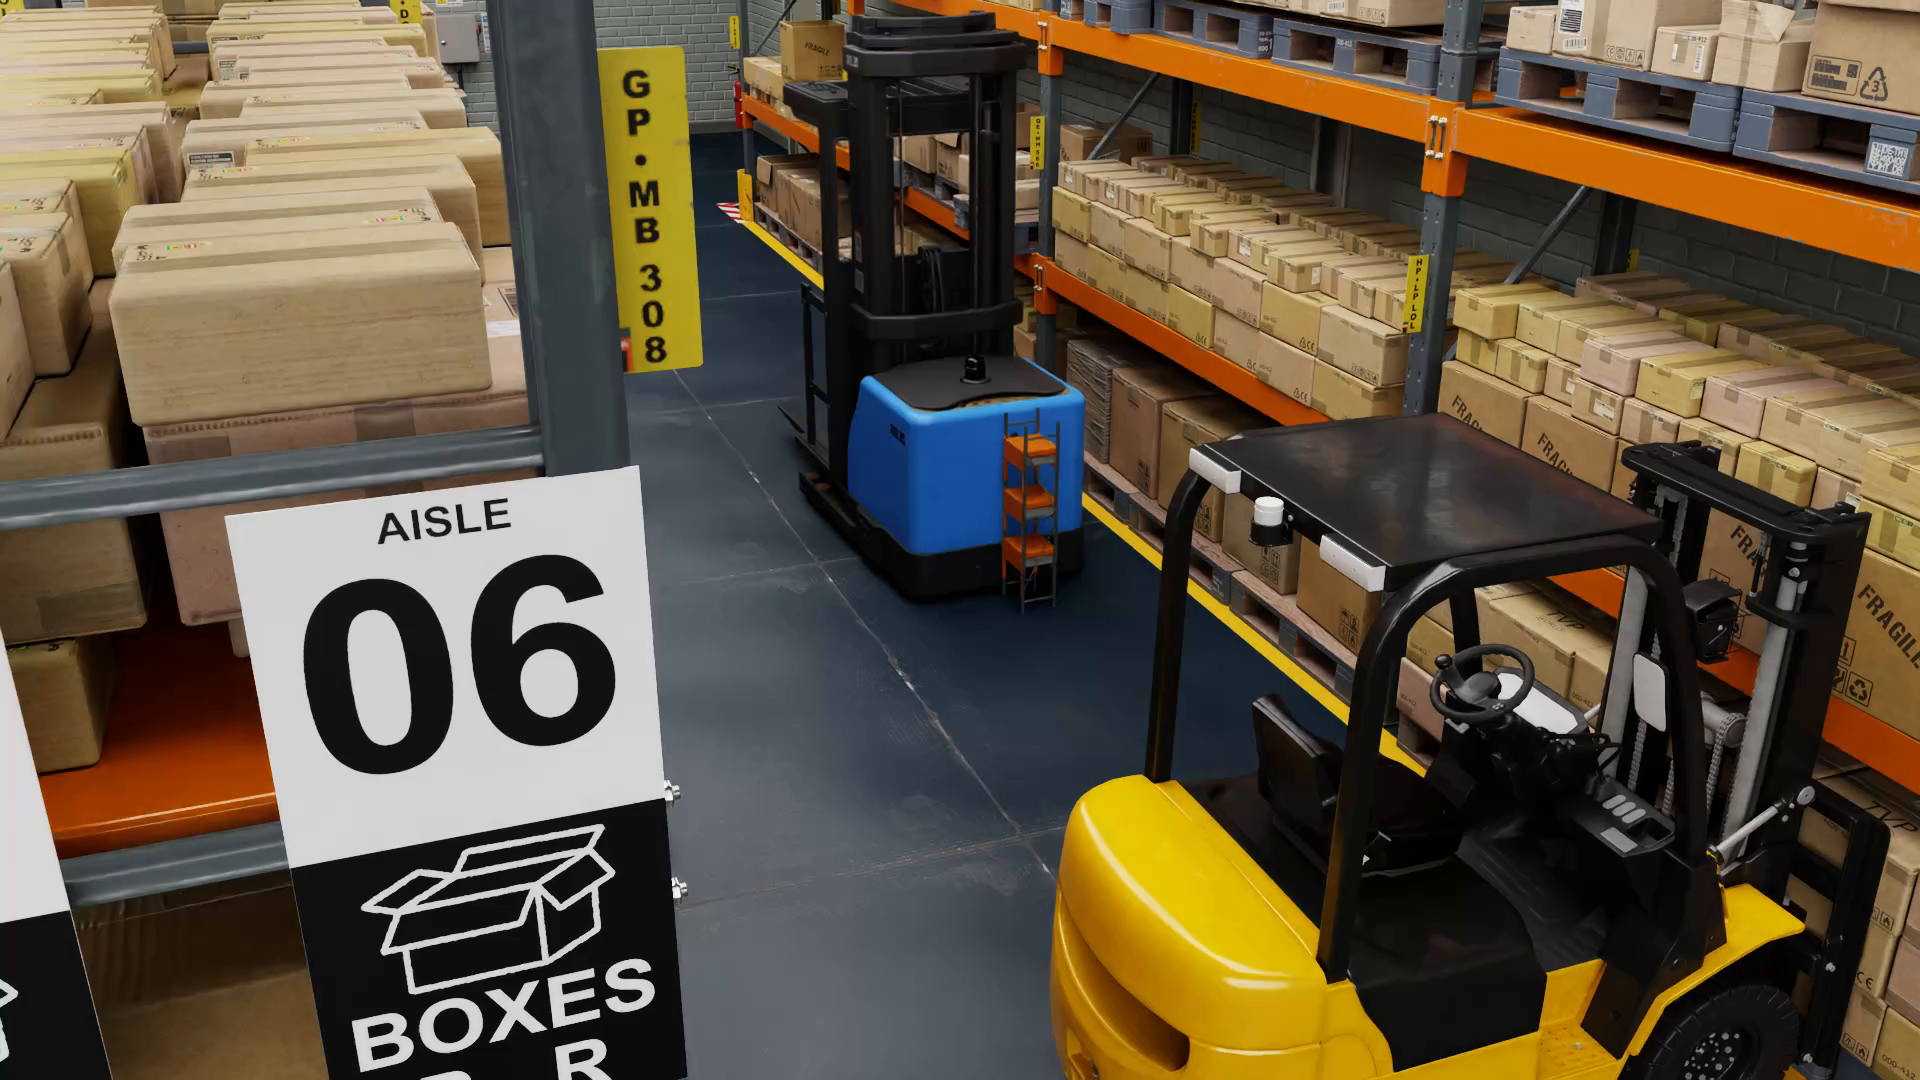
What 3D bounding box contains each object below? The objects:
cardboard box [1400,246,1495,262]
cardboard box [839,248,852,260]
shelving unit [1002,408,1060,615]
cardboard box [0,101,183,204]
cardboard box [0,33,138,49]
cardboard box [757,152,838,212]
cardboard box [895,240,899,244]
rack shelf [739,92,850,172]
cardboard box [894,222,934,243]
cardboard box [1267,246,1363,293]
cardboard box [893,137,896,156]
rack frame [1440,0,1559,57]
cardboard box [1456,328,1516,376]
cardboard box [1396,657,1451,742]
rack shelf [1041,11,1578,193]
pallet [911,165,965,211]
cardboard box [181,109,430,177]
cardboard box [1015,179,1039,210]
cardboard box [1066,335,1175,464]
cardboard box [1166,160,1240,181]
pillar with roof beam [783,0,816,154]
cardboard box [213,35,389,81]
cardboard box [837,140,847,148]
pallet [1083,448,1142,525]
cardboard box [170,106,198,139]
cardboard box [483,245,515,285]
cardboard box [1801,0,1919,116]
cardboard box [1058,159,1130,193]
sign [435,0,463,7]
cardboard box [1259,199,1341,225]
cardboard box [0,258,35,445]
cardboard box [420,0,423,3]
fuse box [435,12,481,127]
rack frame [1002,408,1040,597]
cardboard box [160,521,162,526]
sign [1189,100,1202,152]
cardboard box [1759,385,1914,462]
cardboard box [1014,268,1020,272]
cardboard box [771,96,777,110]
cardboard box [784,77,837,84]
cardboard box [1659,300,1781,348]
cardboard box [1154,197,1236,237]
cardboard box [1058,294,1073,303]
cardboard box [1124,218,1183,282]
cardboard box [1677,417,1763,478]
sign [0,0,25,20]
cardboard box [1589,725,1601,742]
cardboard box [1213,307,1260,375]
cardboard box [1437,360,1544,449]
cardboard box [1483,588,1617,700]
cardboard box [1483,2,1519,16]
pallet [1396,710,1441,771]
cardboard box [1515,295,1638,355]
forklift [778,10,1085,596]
[{"bbox_3d":[2.347,-1.302,8.013,0.380,0.149,0.250,-8,24,-19],"label":"cardboard box"},{"bbox_3d":[-0.894,-2.553,15.075,0.380,0.149,0.250,-9,25,-21],"label":"cardboard box"},{"bbox_3d":[0.369,-0.149,8.751,0.215,1.050,0.252,-9,25,-21],"label":"shelving unit"},{"bbox_3d":[-1.573,-0.662,2.892,0.380,0.149,0.250,-9,24,-21],"label":"cardboard box"},{"bbox_3d":[-2.161,-1.110,3.955,0.380,0.149,0.250,-9,24,-19],"label":"cardboard box"},{"bbox_3d":[-1.709,-3.772,17.511,0.797,0.503,0.637,-9,25,-21],"label":"cardboard box"},{"bbox_3d":[-0.463,-2.346,14.131,0.500,0.500,0.500,-7,24,-17],"label":"cardboard box"},{"bbox_3d":[-1.129,-3.906,16.082,1.077,0.370,4.000,-8,24,-19],"label":"rack shelf"},{"bbox_3d":[-0.375,-2.595,13.886,0.380,0.149,0.250,-9,24,-20],"label":"cardboard box"},{"bbox_3d":[1.713,-1.308,8.026,0.380,0.149,0.250,-9,25,-21],"label":"cardboard box"},{"bbox_3d":[-0.278,-3.356,13.180,0.700,0.500,0.500,-8,24,-18],"label":"cardboard box"},{"bbox_3d":[2.403,-3.369,6.156,1.000,3.000,0.127,-8,24,-19],"label":"rack frame"},{"bbox_3d":[2.270,-0.797,6.815,0.380,0.149,0.250,-9,24,-20],"label":"cardboard box"},{"bbox_3d":[2.264,0.691,7.249,0.500,0.250,0.500,-8,24,-18],"label":"cardboard box"},{"bbox_3d":[1.697,-2.381,8.602,1.077,0.370,4.000,-8,24,-19],"label":"rack shelf"},{"bbox_3d":[0.299,-2.675,12.482,1.003,0.211,1.213,-8,24,-19],"label":"pallet"},{"bbox_3d":[-1.091,-0.626,2.808,0.380,0.149,0.250,-8,24,-19],"label":"cardboard box"},{"bbox_3d":[0.399,-2.321,11.178,0.380,0.149,0.250,-8,24,-18],"label":"cardboard box"},{"bbox_3d":[1.198,-0.928,10.607,0.875,0.625,0.625,-8,24,-17],"label":"cardboard box"},{"bbox_3d":[1.491,-2.232,10.220,0.380,0.149,0.250,-8,24,-18],"label":"cardboard box"},{"bbox_3d":[-5.973,-8.241,17.717,9.100,9.000,0.400,-8,24,-19],"label":"pillar with roof beam"},{"bbox_3d":[-1.540,-1.094,3.918,0.380,0.149,0.250,-9,24,-20],"label":"cardboard box"},{"bbox_3d":[-0.884,-3.568,14.677,0.380,0.149,0.250,-8,24,-18],"label":"cardboard box"},{"bbox_3d":[1.244,-0.468,10.589,1.003,0.211,1.213,-8,24,-19],"label":"pallet"},{"bbox_3d":[-1.984,-0.805,3.745,0.500,0.250,0.500,-8,24,-19],"label":"cardboard box"},{"bbox_3d":[-0.923,-0.322,2.600,0.500,0.250,0.500,-9,24,-20],"label":"cardboard box"},{"bbox_3d":[2.993,-1.551,4.904,0.797,0.503,0.637,-8,24,-17],"label":"cardboard box"},{"bbox_3d":[0.827,-2.246,10.253,0.380,0.149,0.250,-8,24,-17],"label":"cardboard box"},{"bbox_3d":[-6.600,-7.011,21.459,0.339,0.242,0.001,-8,24,-19],"label":"sign"},{"bbox_3d":[1.855,-1.757,9.092,0.380,0.149,0.250,-8,24,-17],"label":"cardboard box"},{"bbox_3d":[-1.222,-0.185,1.761,0.380,0.149,0.250,-8,24,-18],"label":"cardboard box"},{"bbox_3d":[-2.251,-1.880,6.138,0.500,0.250,0.500,-9,24,-20],"label":"cardboard box"},{"bbox_3d":[-6.475,-5.969,21.709,0.539,1.711,0.414,-8,24,-19],"label":"fuse box"},{"bbox_3d":[0.322,-0.192,8.854,0.200,1.050,0.008,-9,25,-21],"label":"rack frame"},{"bbox_3d":[-1.422,-0.114,2.621,0.380,0.149,0.250,-8,24,-19],"label":"cardboard box"},{"bbox_3d":[1.508,-2.668,10.728,0.100,0.325,0.005,-8,24,-19],"label":"sign"},{"bbox_3d":[2.872,-0.384,5.453,0.380,0.149,0.250,-8,24,-19],"label":"cardboard box"},{"bbox_3d":[0.262,-1.932,12.314,0.380,0.149,0.250,-9,24,-20],"label":"cardboard box"},{"bbox_3d":[-1.686,-4.414,16.685,0.380,0.149,0.250,-8,24,-17],"label":"cardboard box"},{"bbox_3d":[-1.367,-4.281,15.854,0.500,0.250,0.500,-9,24,-20],"label":"cardboard box"},{"bbox_3d":[2.955,-0.820,6.487,0.380,0.149,0.250,-9,24,-19],"label":"cardboard box"},{"bbox_3d":[1.293,-1.779,9.144,0.380,0.149,0.250,-8,24,-18],"label":"cardboard box"},{"bbox_3d":[0.866,-1.810,12.025,0.380,0.149,0.250,-8,24,-18],"label":"cardboard box"},{"bbox_3d":[1.262,-1.649,9.350,0.500,0.250,0.500,-9,24,-20],"label":"cardboard box"},{"bbox_3d":[2.695,-0.328,5.702,0.380,0.149,0.250,-9,25,-21],"label":"cardboard box"},{"bbox_3d":[-2.757,-1.646,4.759,0.100,0.325,0.005,-8,24,-19],"label":"sign"},{"bbox_3d":[2.632,0.824,6.288,0.500,0.250,0.500,-9,24,-19],"label":"cardboard box"},{"bbox_3d":[1.651,-1.049,8.569,0.500,0.250,0.500,-8,24,-19],"label":"cardboard box"},{"bbox_3d":[2.316,-0.453,6.834,0.500,0.500,0.500,-9,24,-20],"label":"cardboard box"},{"bbox_3d":[2.452,0.415,6.616,0.500,0.250,0.500,-8,24,-19],"label":"cardboard box"},{"bbox_3d":[2.287,-2.445,7.482,0.380,0.149,0.250,-8,24,-19],"label":"cardboard box"},{"bbox_3d":[2.645,0.976,7.163,1.003,0.211,1.213,-8,24,-19],"label":"pallet"},{"bbox_3d":[2.432,-0.849,6.556,0.380,0.149,0.250,-8,24,-18],"label":"cardboard box"},{"bbox_3d":[-0.352,-1.592,9.753,1.130,2.935,3.031,-9,25,-21],"label":"forklift"}]
